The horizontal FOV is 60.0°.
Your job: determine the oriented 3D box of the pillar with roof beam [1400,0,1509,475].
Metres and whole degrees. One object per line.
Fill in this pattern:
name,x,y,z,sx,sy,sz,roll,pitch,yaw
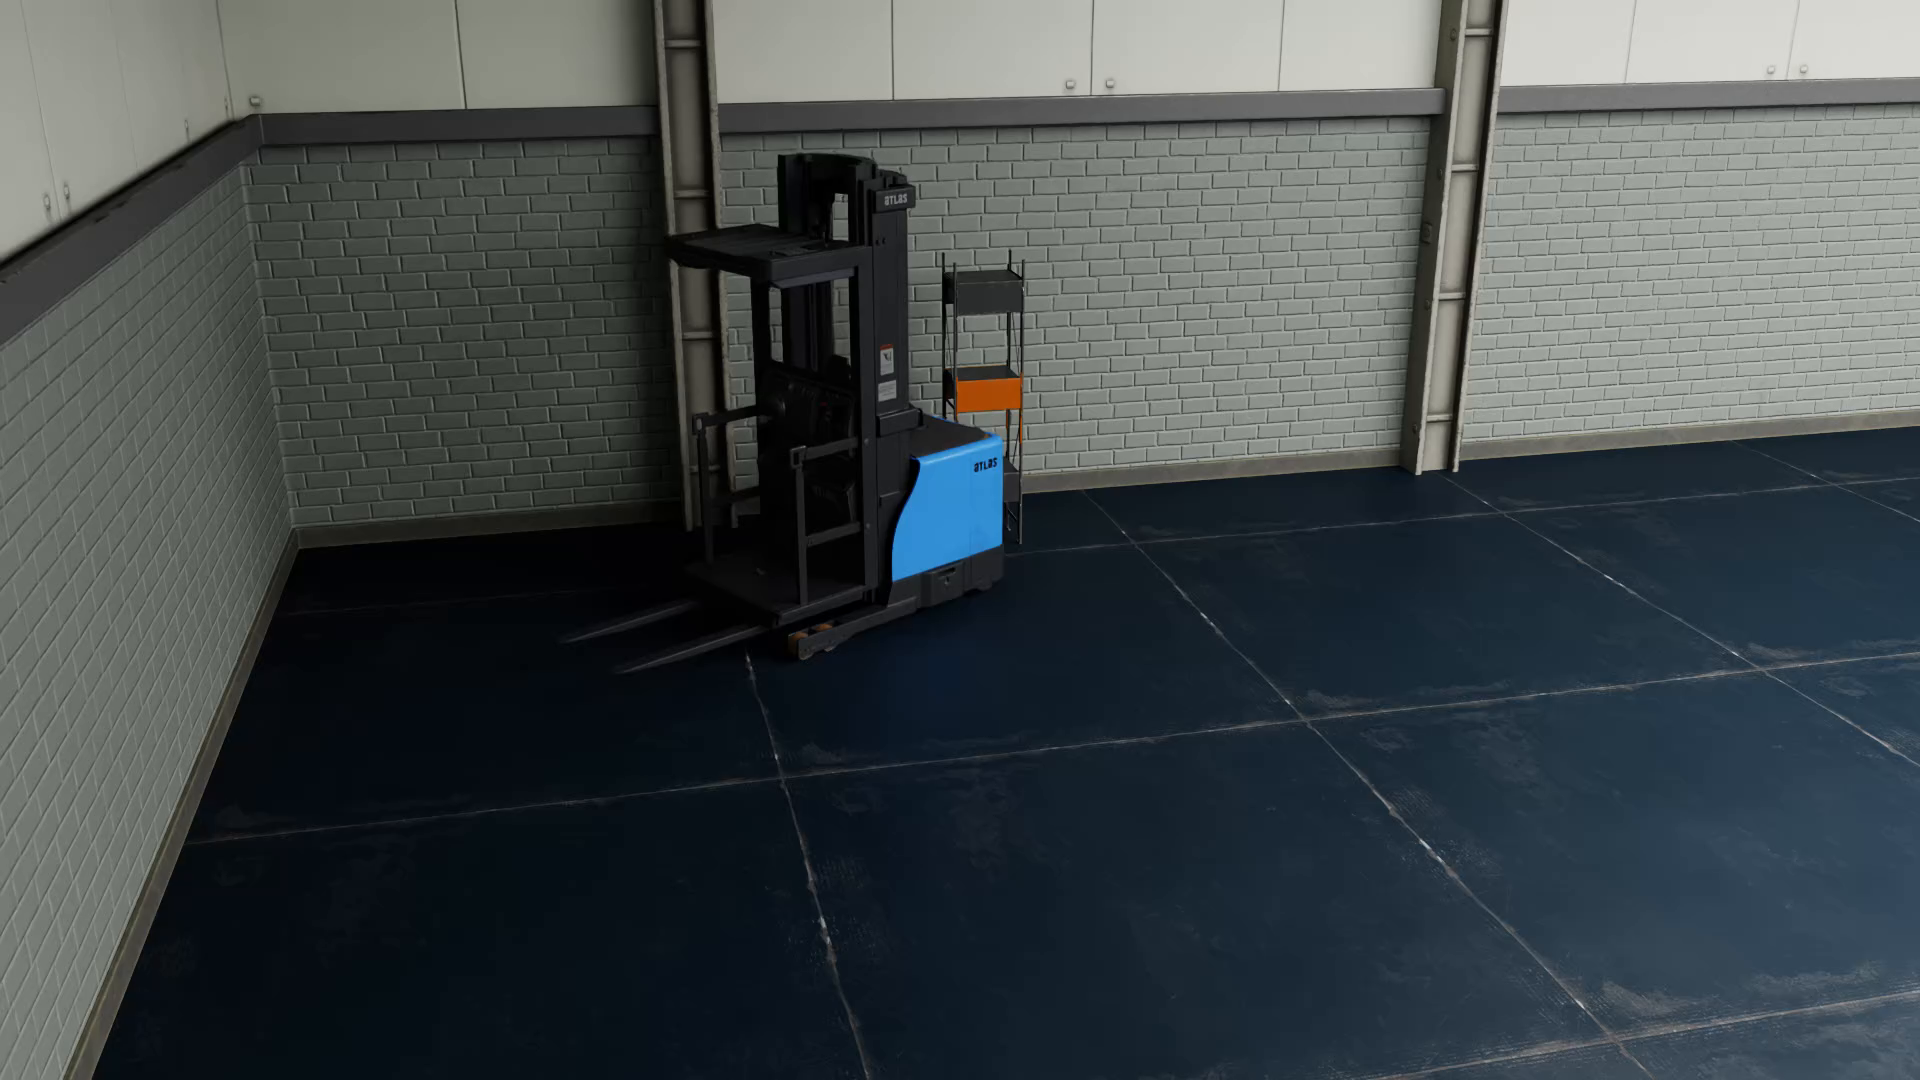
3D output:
pillar with roof beam,4.923,-3.392,8.491,0.400,9.000,9.100,-5,21,-12

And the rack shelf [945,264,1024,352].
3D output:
rack shelf,0.161,-1.644,11.753,0.480,0.518,0.431,-5,21,-12

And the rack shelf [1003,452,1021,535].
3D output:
rack shelf,0.161,-0.329,12.235,0.480,0.518,0.431,-5,21,-12

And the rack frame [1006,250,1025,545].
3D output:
rack frame,0.399,-1.018,12.042,0.015,2.100,0.400,-5,21,-12

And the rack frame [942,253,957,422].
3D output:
rack frame,-0.076,-0.980,11.936,0.015,2.100,0.400,-5,21,-12

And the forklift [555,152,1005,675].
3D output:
forklift,-1.114,-0.836,10.337,3.031,2.935,1.130,-18,27,-40

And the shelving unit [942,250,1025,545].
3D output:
shelving unit,0.161,-0.999,11.989,0.503,2.100,0.431,-5,21,-12

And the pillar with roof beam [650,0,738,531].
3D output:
pillar with roof beam,-0.916,-2.917,7.195,0.400,9.000,9.100,-5,21,-12

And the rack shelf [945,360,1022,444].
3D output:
rack shelf,0.161,-0.986,11.994,0.480,0.518,0.431,-5,21,-12
